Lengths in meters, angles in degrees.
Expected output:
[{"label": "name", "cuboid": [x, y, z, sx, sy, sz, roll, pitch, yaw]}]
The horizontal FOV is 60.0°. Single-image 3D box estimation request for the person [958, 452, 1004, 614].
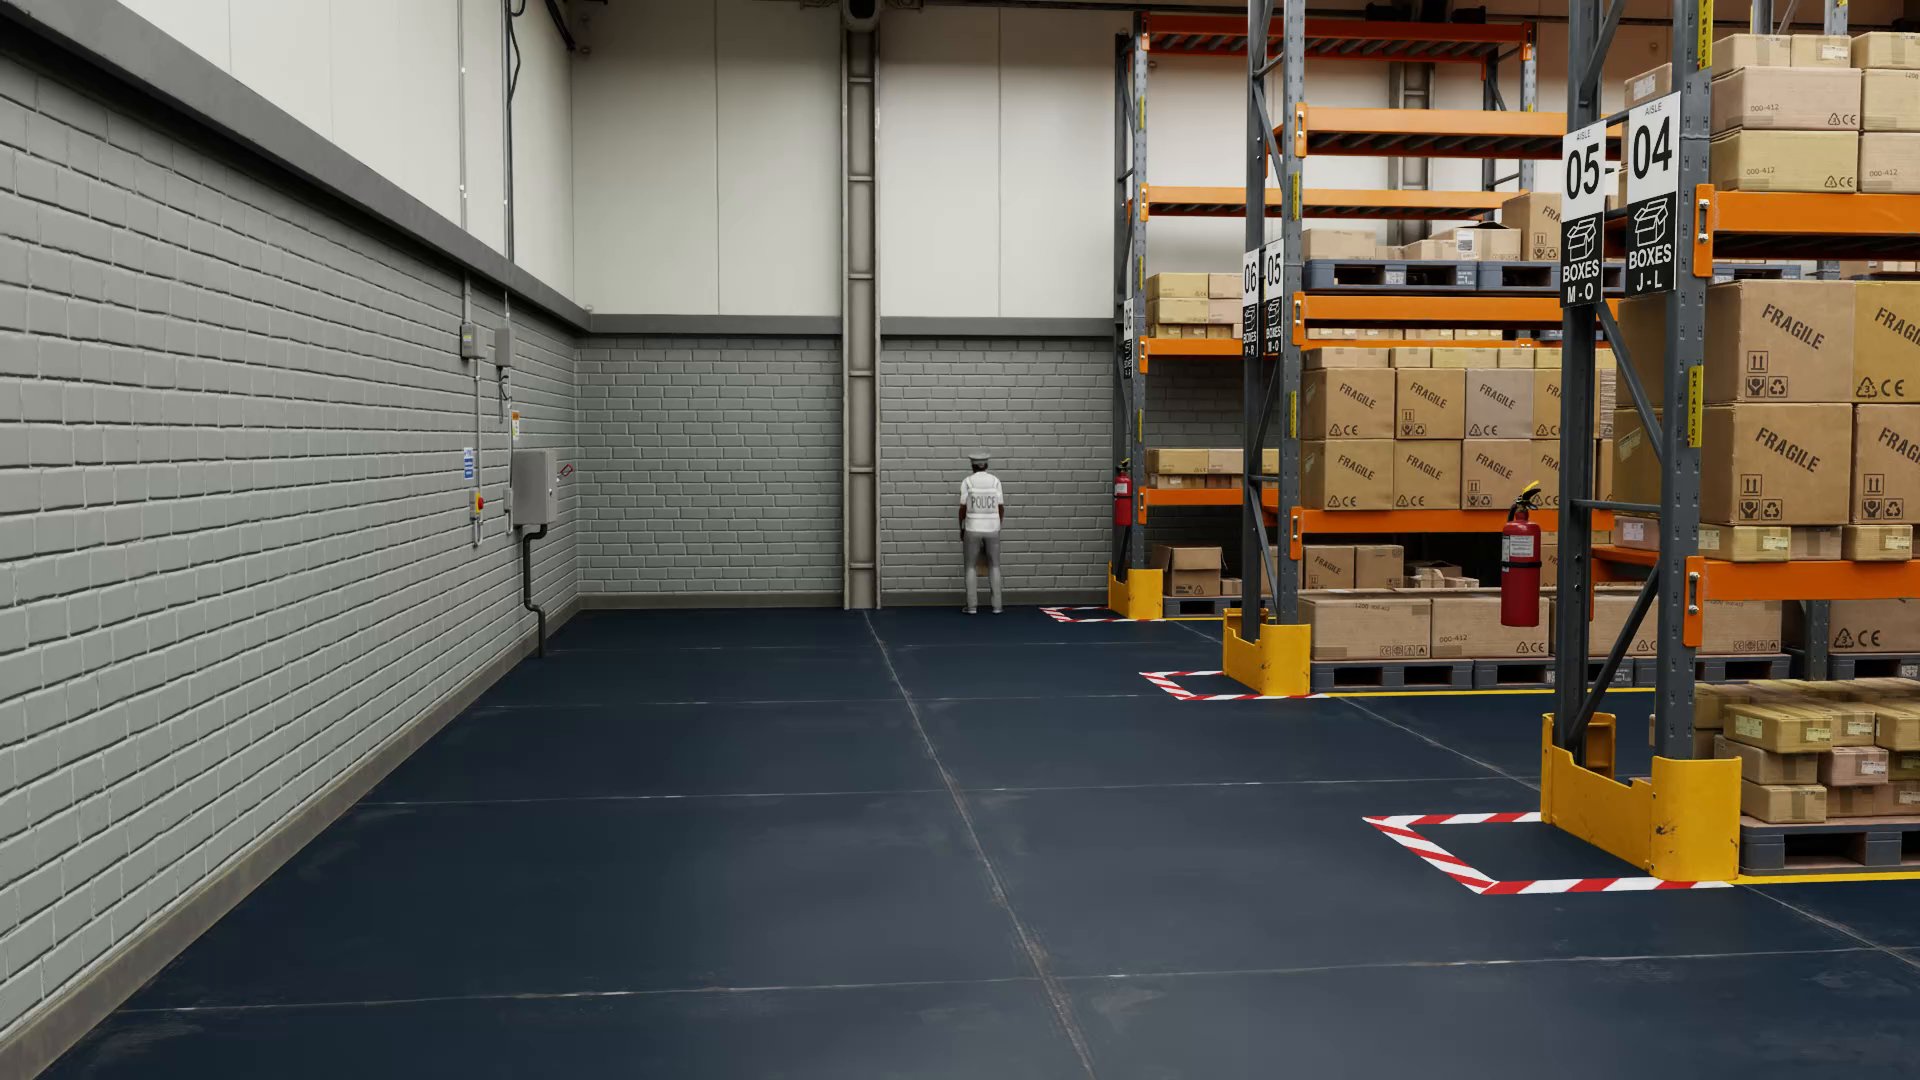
[{"label": "person", "cuboid": [0.226, -0.071, 17.138, 0.494, 1.667, 0.370, 0, 4, -8]}]
